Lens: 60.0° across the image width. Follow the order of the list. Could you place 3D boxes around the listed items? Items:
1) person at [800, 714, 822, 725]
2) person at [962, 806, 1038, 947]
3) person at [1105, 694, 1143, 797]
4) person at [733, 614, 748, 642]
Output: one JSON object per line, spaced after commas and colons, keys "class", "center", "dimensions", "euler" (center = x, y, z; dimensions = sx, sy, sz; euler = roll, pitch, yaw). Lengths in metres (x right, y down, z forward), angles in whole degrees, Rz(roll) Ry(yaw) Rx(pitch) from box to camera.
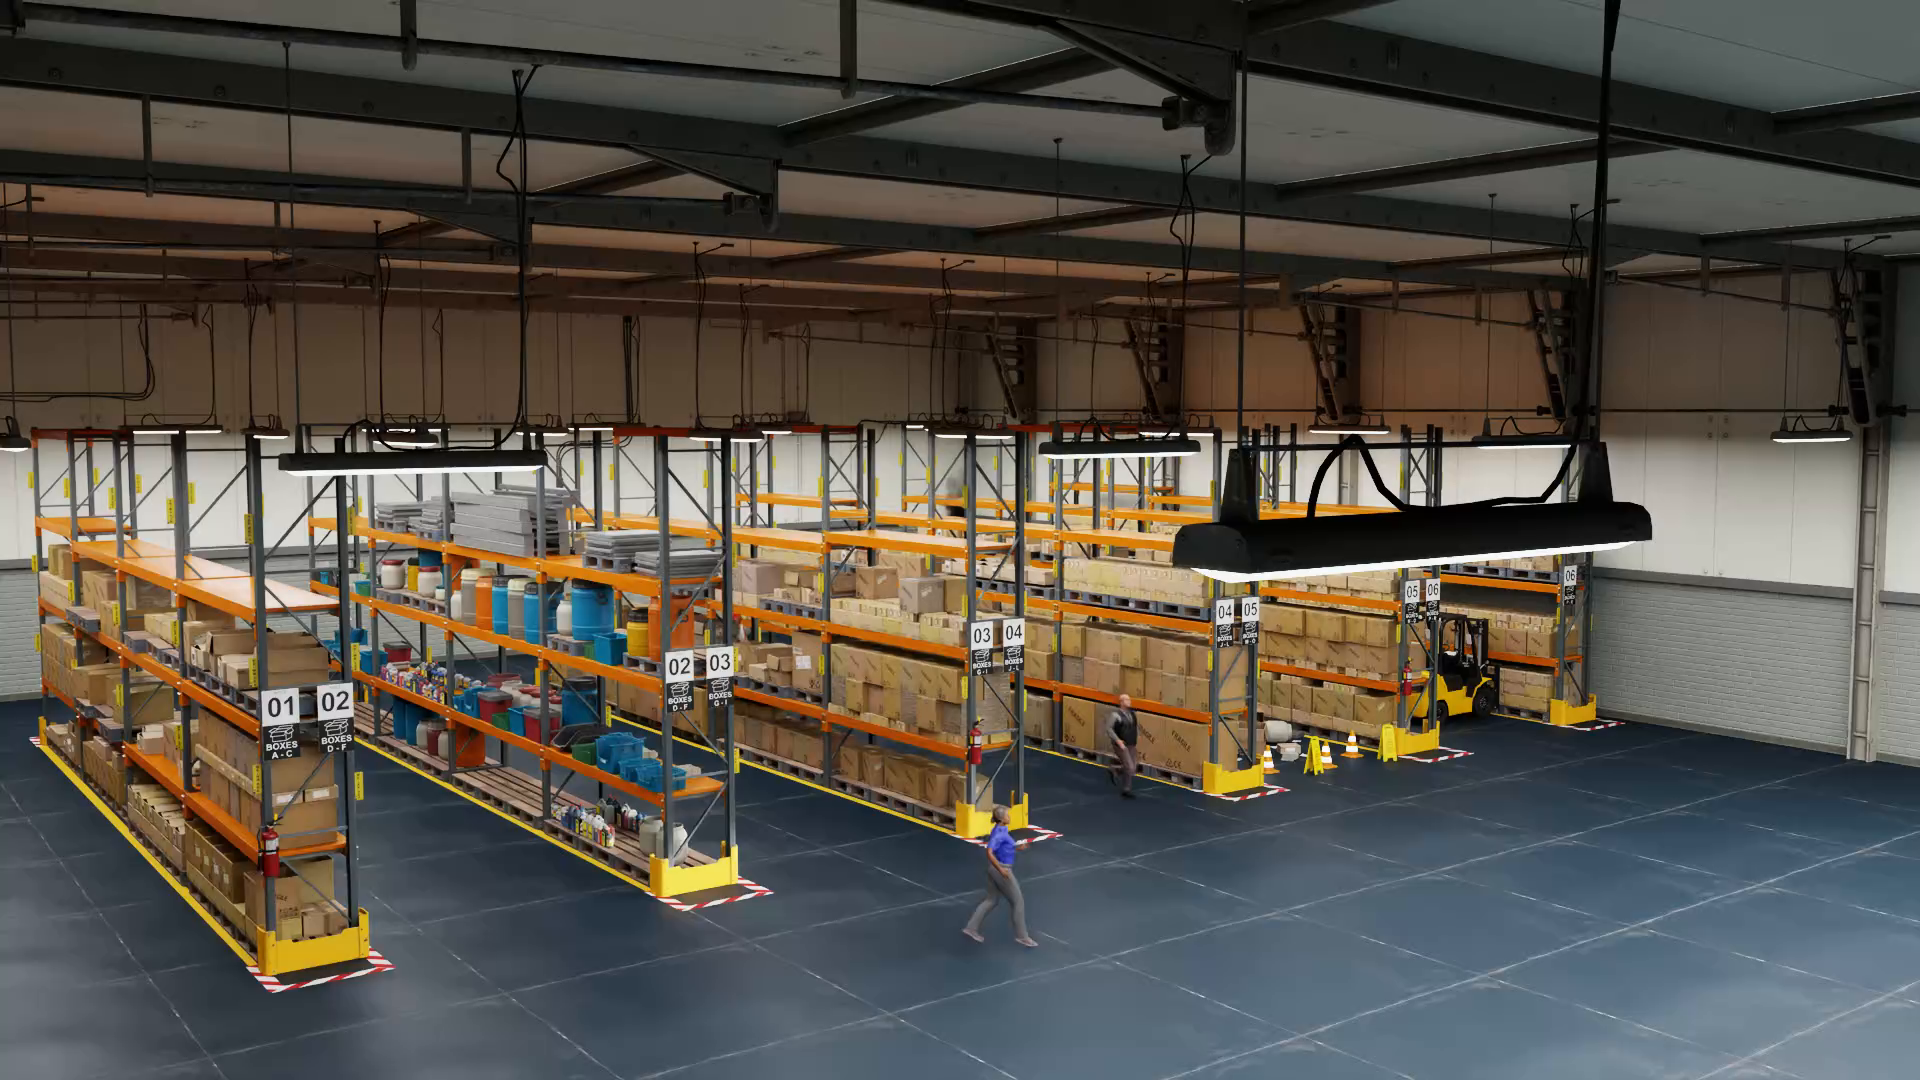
{"class": "person", "center": [-2.870, 2.949, 32.446], "dimensions": [0.584, 1.726, 0.784], "euler": [-3, 6, -38]}
{"class": "person", "center": [0.483, 3.955, 19.508], "dimensions": [0.867, 1.682, 0.562], "euler": [-1, 5, -16]}
{"class": "person", "center": [2.658, 3.353, 27.278], "dimensions": [0.695, 1.670, 0.687], "euler": [-4, 6, -42]}
{"class": "person", "center": [-5.138, 2.502, 37.857], "dimensions": [0.638, 1.733, 0.657], "euler": [-3, 6, -37]}
